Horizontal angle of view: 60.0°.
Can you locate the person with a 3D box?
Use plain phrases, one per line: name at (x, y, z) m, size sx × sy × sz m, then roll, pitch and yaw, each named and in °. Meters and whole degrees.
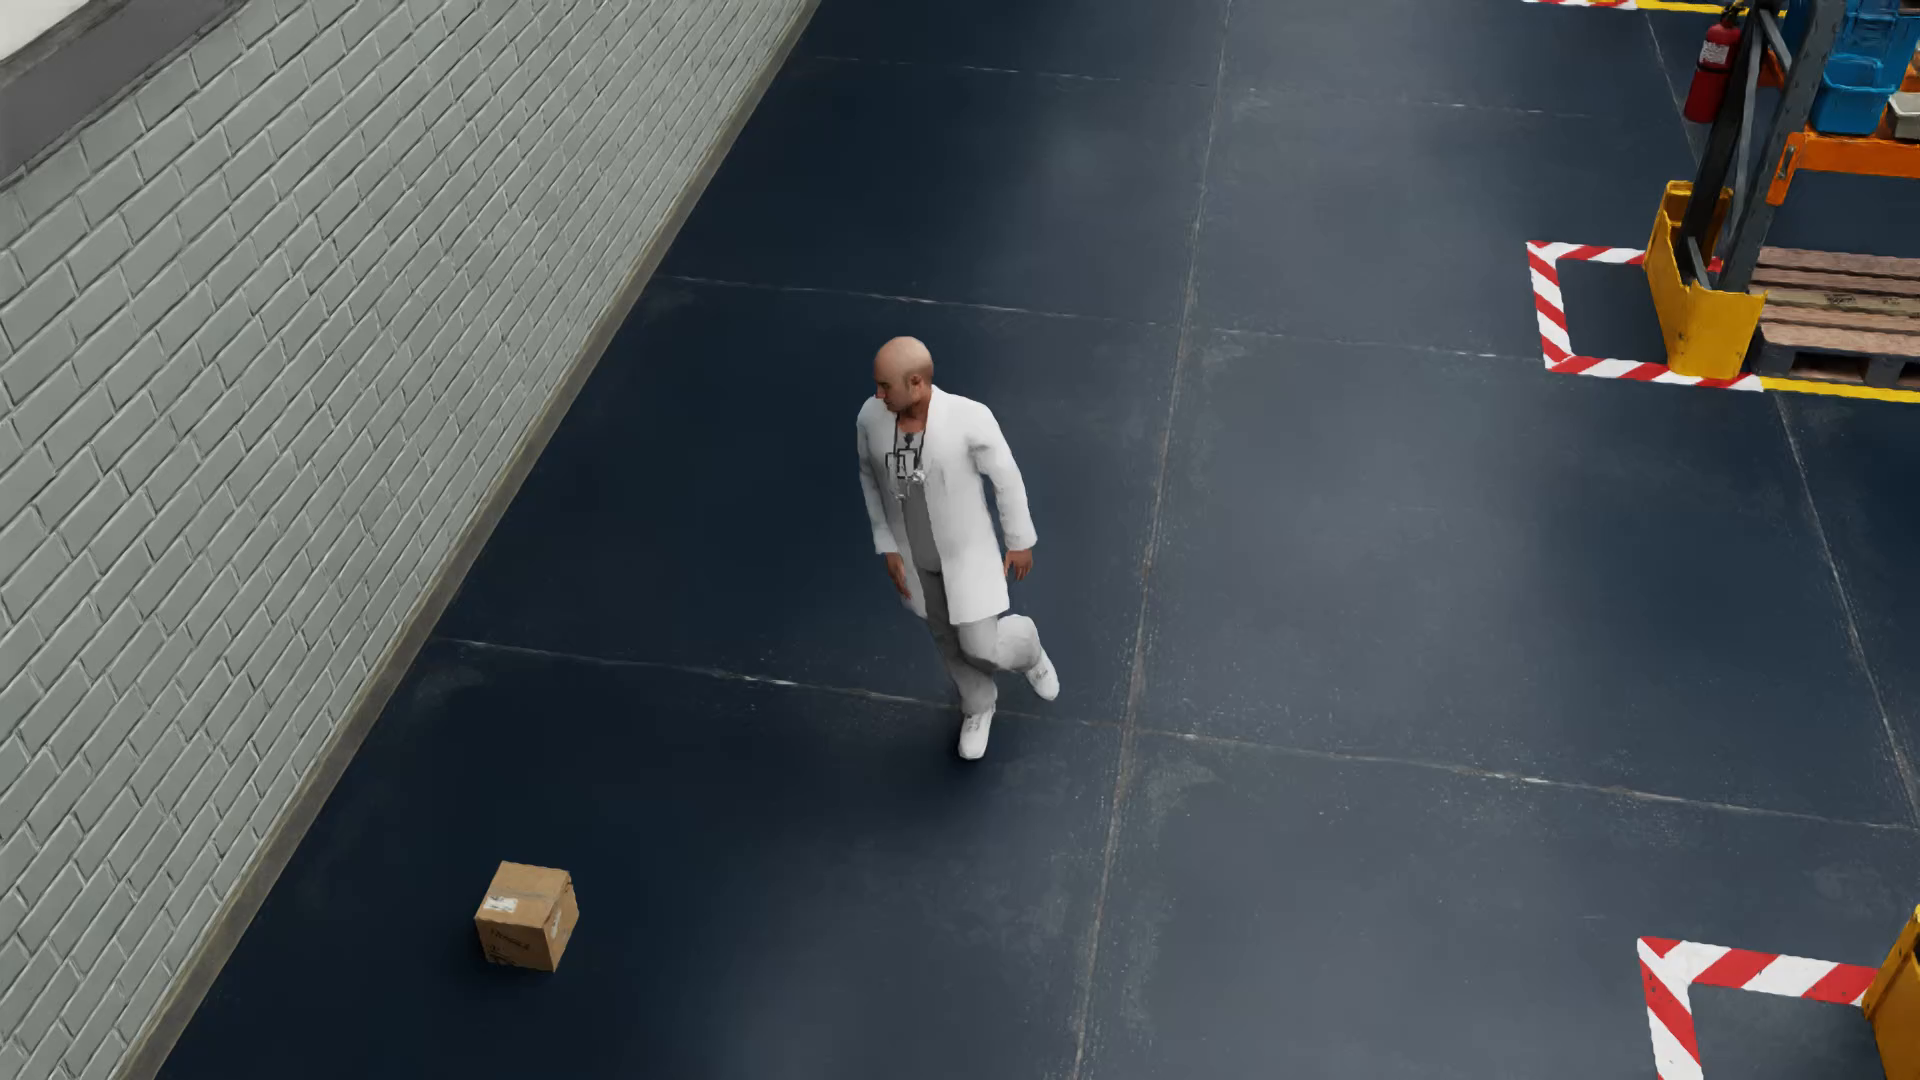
person at (-0.013, 0.014, 6.152) m, size 0.756 × 1.748 × 0.561 m, roll 14°, pitch 42°, yaw 16°
